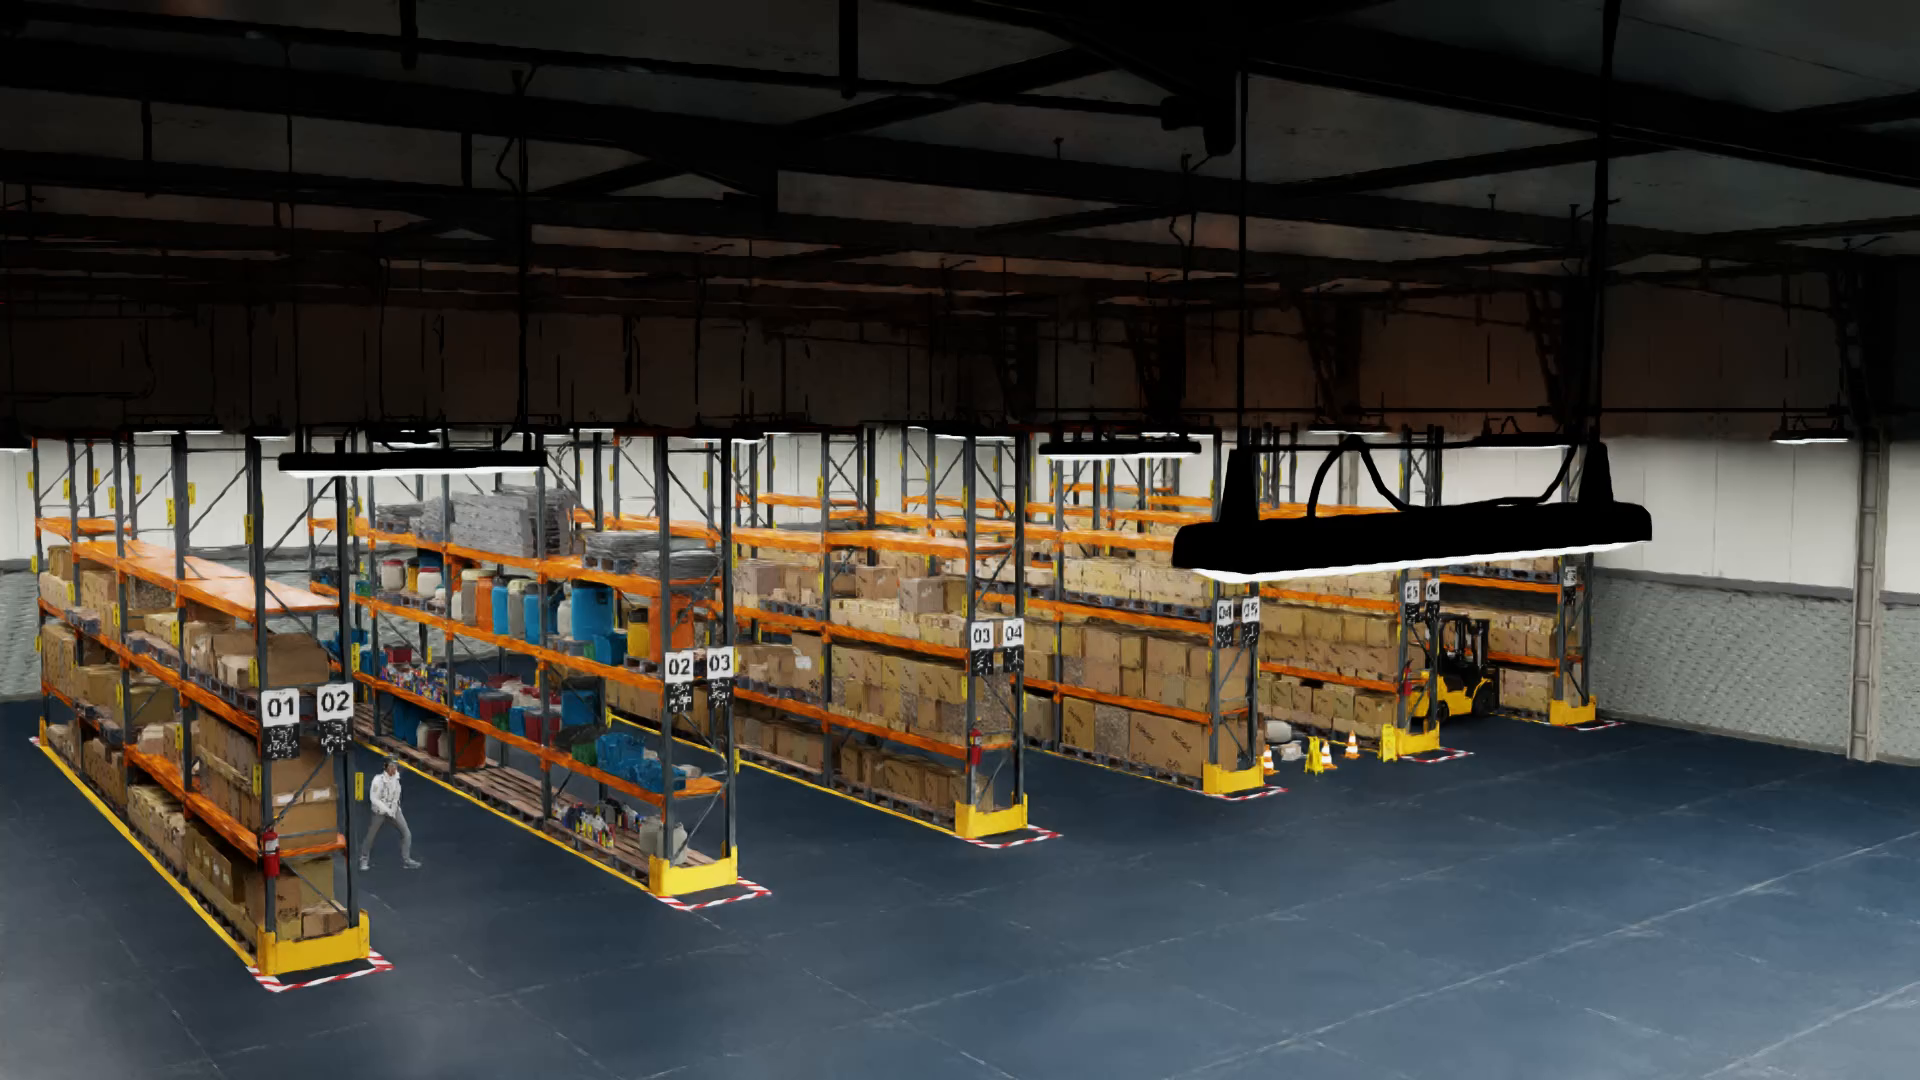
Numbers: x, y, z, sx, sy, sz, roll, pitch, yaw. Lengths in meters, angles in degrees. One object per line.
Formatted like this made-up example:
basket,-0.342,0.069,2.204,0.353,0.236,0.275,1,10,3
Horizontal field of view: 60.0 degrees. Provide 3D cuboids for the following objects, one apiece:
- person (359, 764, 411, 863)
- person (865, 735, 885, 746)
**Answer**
person,-7.941,3.700,22.866,0.695,1.524,0.594,3,6,36
person,-1.501,3.101,30.728,0.592,1.524,0.513,-4,6,-38
